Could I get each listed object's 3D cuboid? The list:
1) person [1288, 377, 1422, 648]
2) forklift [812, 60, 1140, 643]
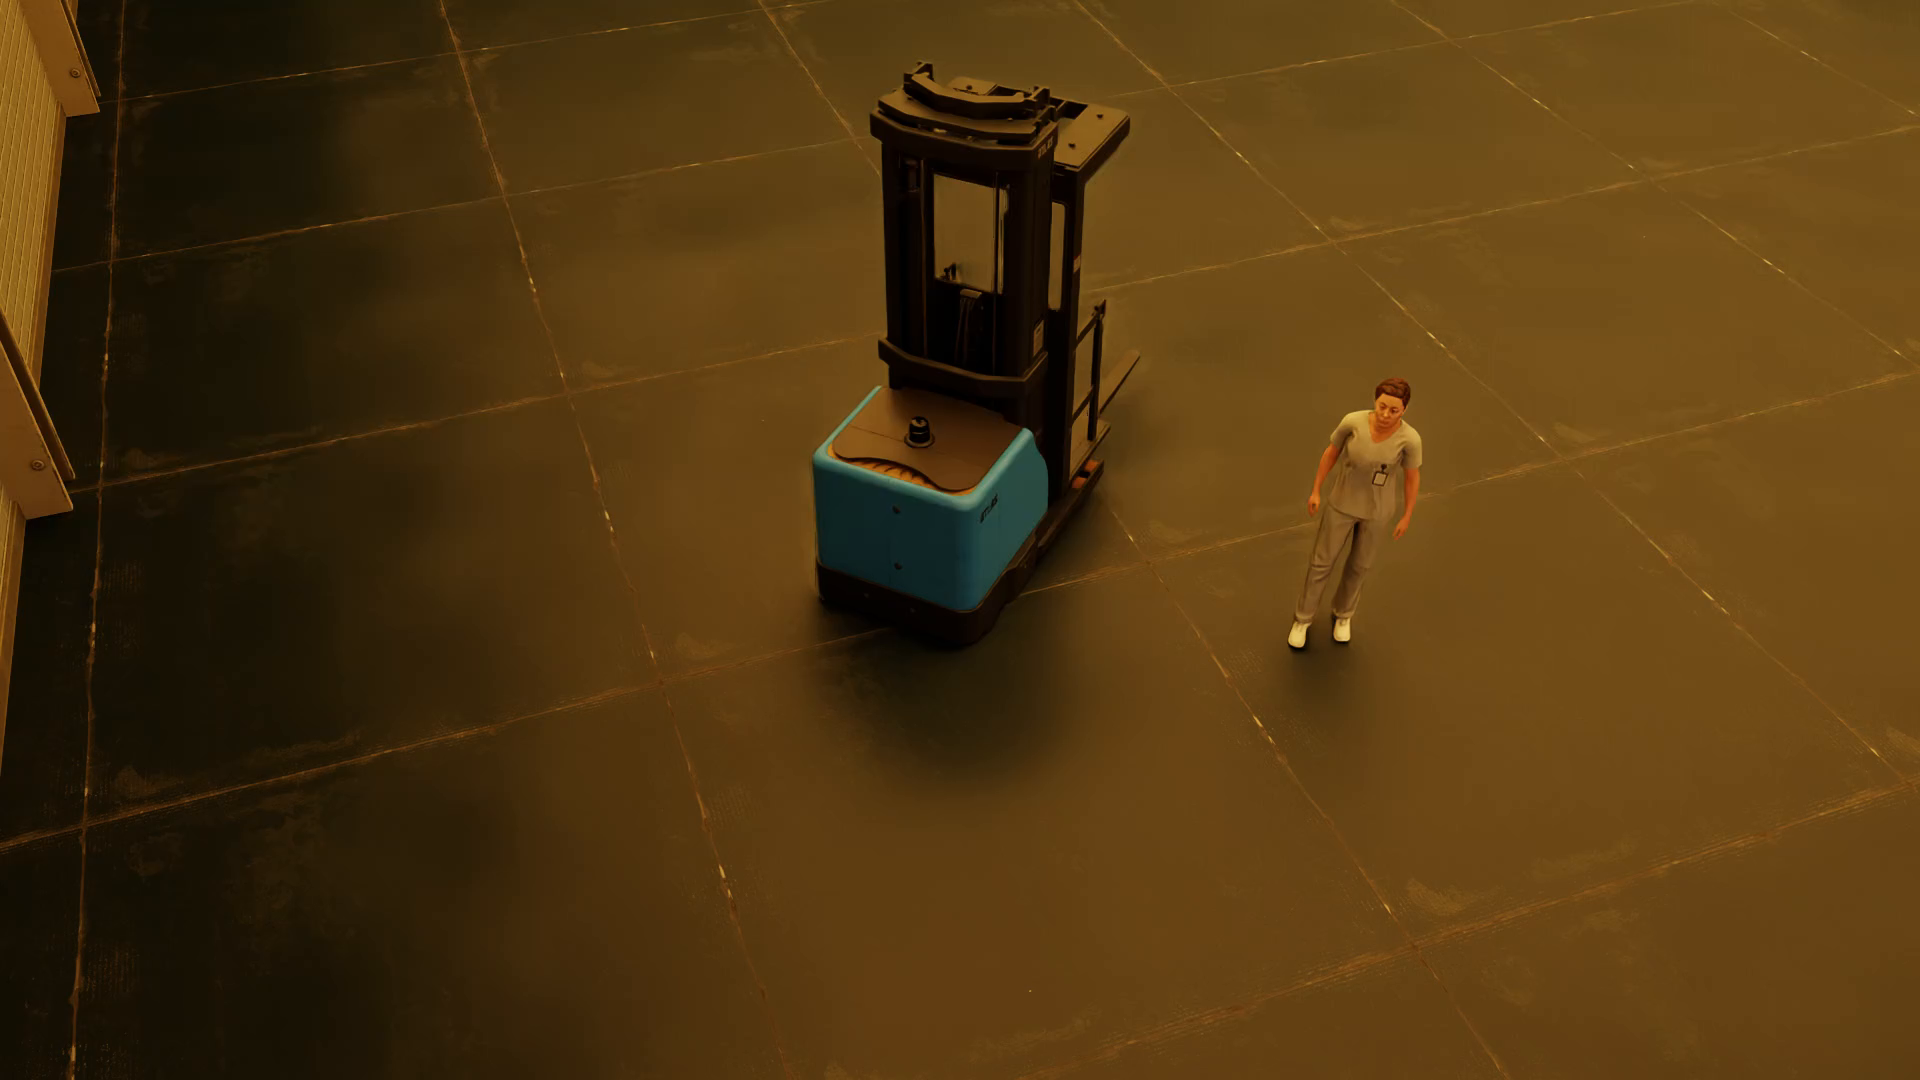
[{"bbox_3d":[2.186,-0.130,9.125,0.560,1.679,0.539,12,41,14],"label":"person"},{"bbox_3d":[0.269,-1.476,9.755,1.130,2.935,3.031,18,43,20],"label":"forklift"}]
